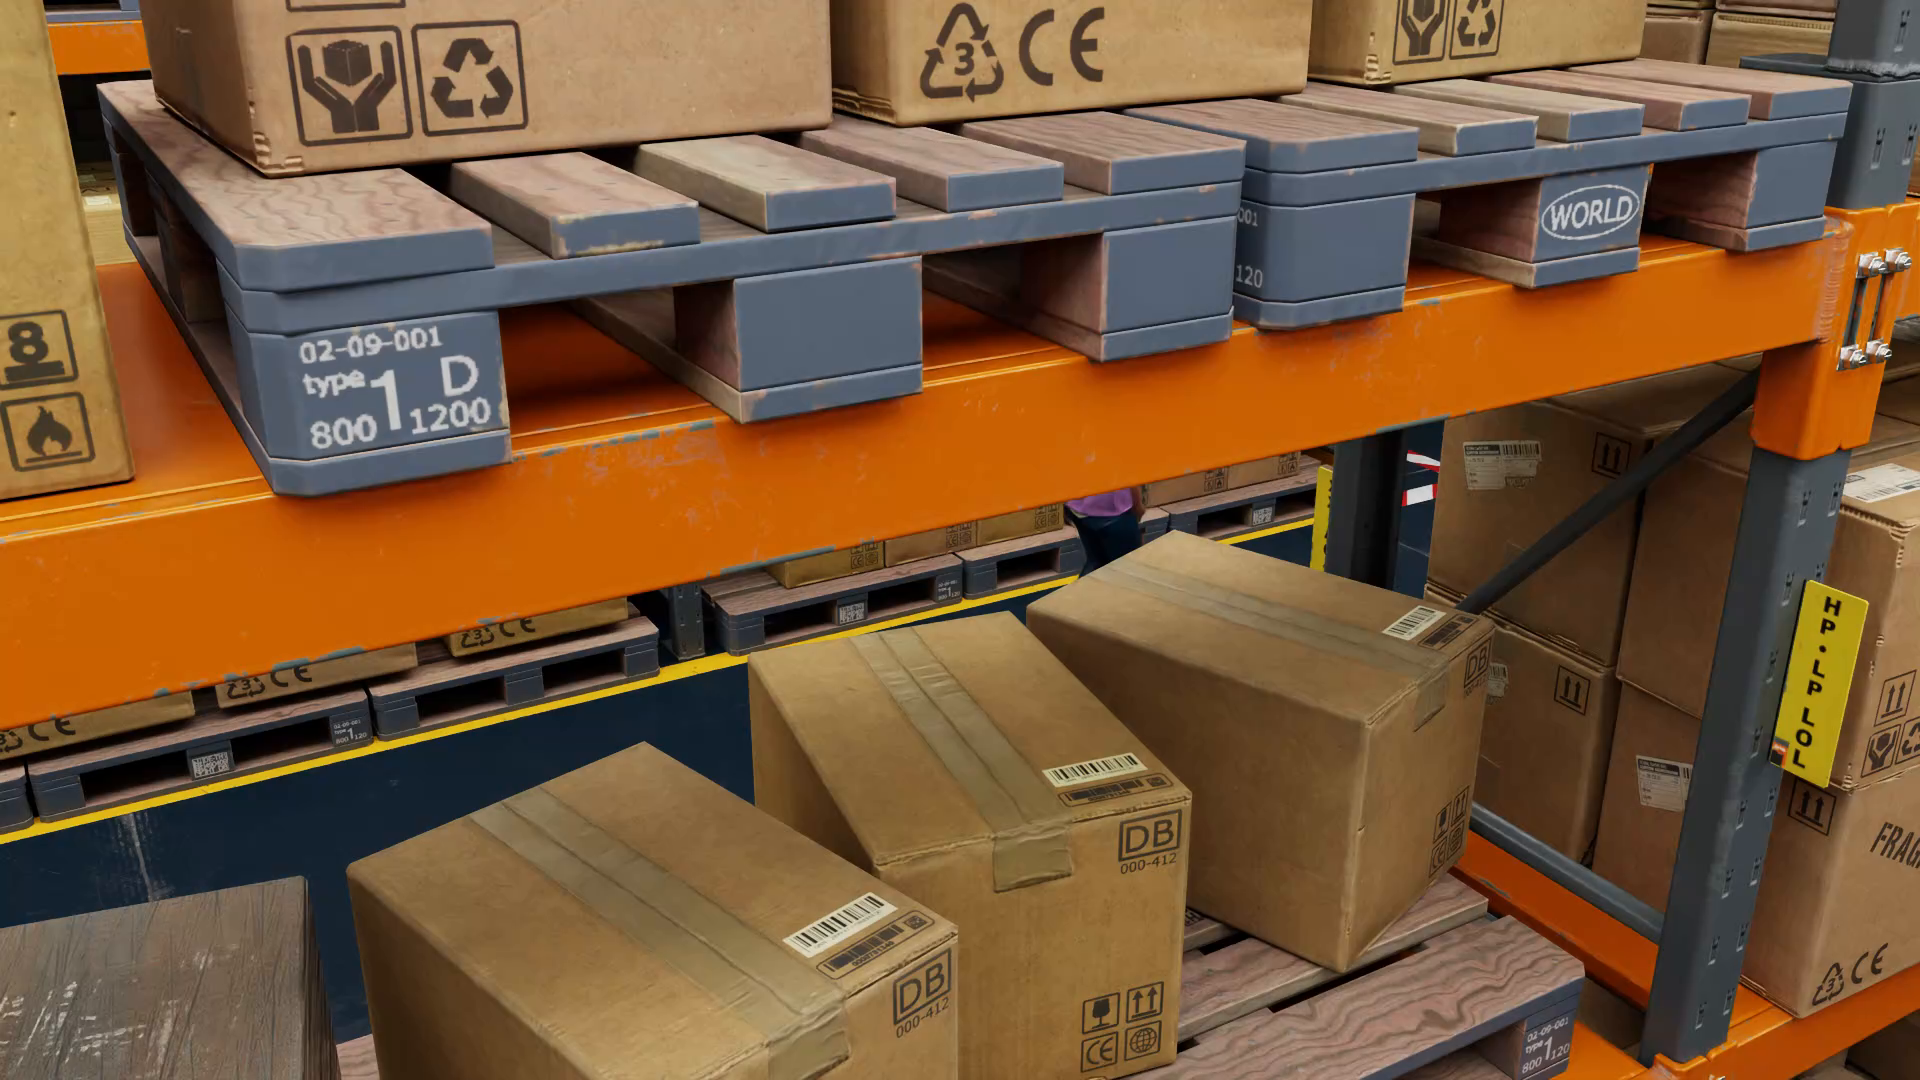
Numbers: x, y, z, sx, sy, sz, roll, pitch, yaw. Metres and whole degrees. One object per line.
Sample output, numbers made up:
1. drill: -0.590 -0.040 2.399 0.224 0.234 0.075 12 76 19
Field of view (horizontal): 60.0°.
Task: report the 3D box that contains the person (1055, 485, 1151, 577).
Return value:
1. person: 0.612 -0.146 7.090 0.437 1.510 0.437 -12 25 -27
